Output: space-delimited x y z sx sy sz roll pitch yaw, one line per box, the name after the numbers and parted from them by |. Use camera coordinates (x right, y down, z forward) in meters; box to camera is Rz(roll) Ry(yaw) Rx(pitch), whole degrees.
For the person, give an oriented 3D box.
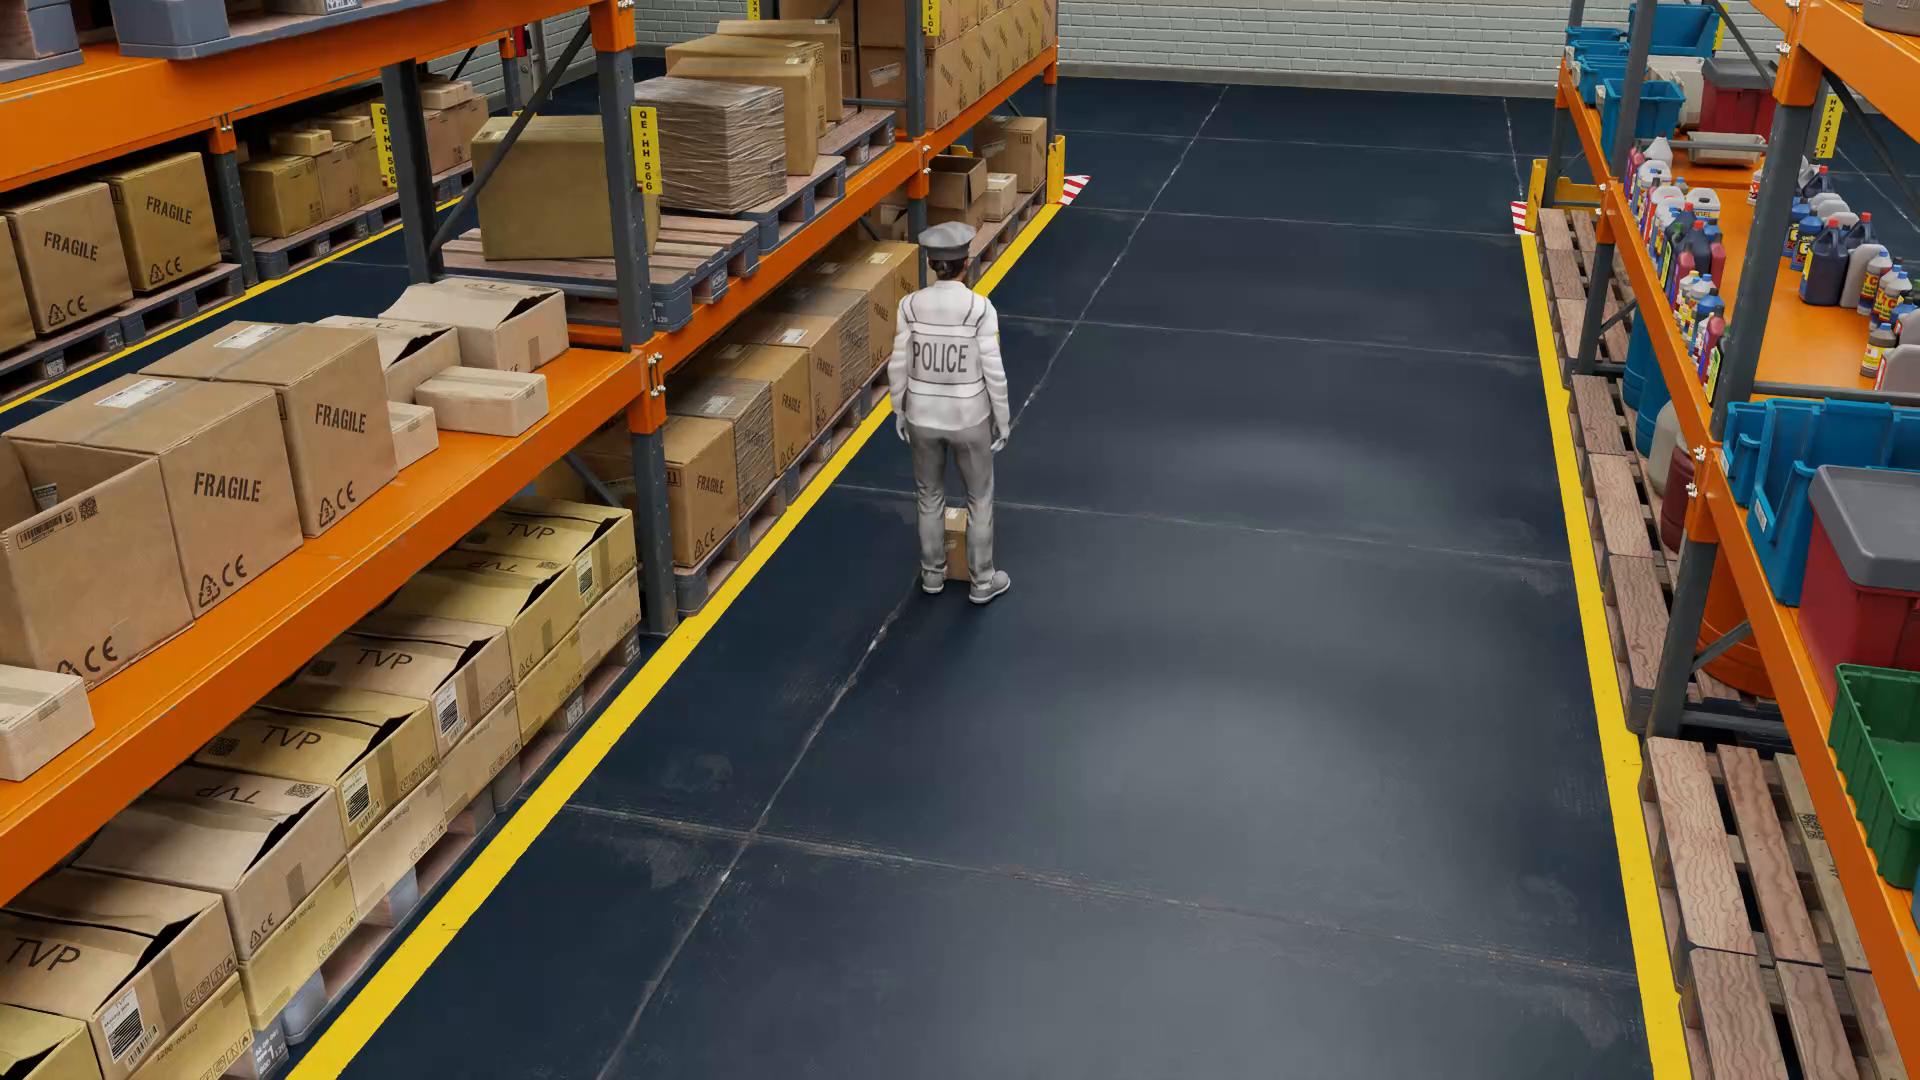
-0.041 -0.525 7.206 0.530 1.664 0.404 6 26 13 | person
